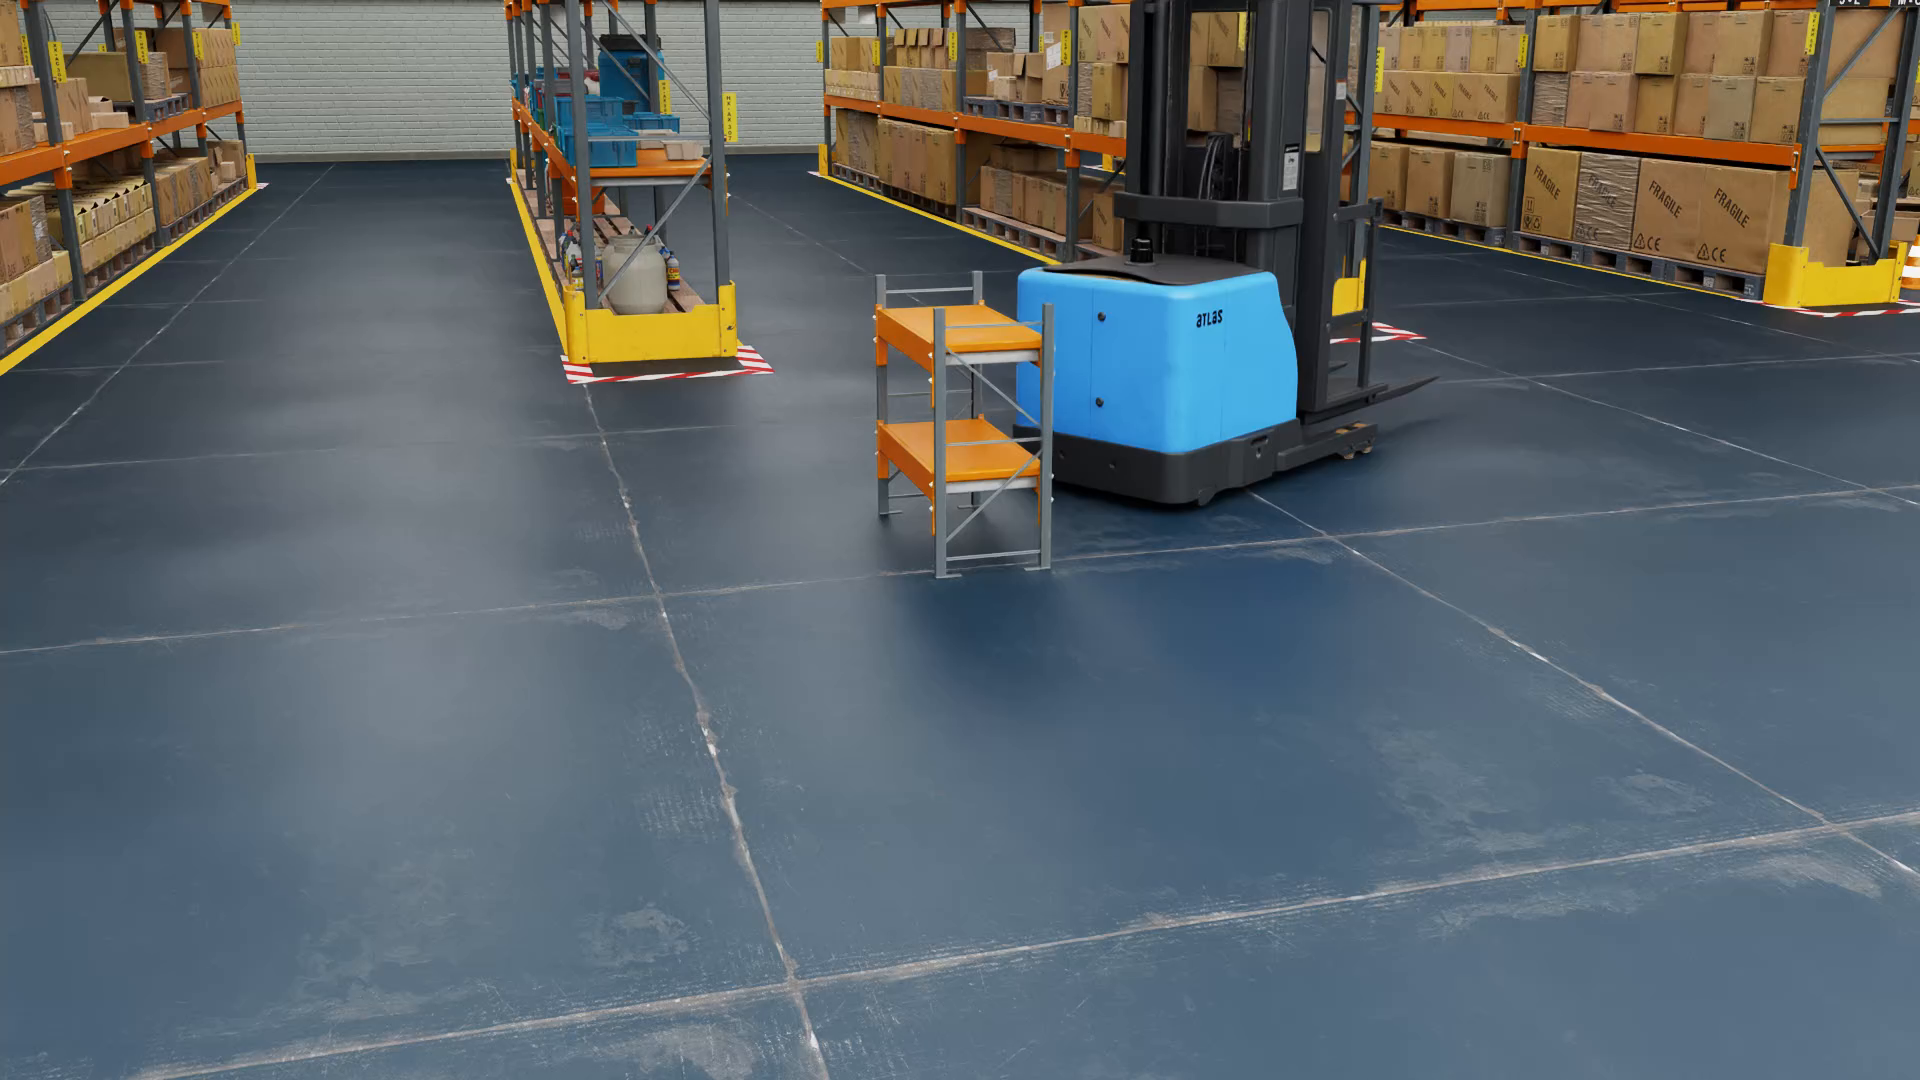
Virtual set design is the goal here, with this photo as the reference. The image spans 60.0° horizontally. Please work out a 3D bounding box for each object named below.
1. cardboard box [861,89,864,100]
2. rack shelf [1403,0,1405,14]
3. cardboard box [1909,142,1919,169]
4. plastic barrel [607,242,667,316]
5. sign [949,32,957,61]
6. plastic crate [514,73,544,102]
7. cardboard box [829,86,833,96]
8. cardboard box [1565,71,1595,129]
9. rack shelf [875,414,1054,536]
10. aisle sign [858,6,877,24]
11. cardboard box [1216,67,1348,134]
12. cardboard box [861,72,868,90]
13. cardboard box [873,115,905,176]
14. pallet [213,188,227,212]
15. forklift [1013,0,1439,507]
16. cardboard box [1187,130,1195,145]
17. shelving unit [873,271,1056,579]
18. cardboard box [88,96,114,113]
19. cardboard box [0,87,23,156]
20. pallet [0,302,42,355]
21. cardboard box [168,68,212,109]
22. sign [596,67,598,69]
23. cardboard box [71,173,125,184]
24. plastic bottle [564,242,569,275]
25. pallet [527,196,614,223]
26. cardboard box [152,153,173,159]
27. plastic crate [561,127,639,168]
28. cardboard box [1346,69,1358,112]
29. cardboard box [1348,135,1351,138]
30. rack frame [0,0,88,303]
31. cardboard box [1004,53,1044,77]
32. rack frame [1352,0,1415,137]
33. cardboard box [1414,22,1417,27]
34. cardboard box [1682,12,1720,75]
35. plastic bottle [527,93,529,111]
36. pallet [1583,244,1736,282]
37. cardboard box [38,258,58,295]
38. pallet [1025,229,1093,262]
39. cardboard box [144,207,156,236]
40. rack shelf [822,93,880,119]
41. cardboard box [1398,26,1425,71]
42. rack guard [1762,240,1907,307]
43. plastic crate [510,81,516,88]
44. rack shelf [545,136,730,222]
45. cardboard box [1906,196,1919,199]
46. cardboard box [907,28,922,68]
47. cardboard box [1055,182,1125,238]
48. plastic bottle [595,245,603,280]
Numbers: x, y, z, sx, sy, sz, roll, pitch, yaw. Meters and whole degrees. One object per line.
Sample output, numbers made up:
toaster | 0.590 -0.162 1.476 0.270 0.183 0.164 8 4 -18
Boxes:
cardboard box | -1.259 -6.589 24.611 0.380 0.149 0.250 -4 17 -14
rack shelf | 4.698 -7.341 22.712 1.077 0.370 4.000 -5 17 -15
cardboard box | 14.428 -5.612 24.537 0.500 0.500 0.500 -4 17 -14
plastic barrel | -2.367 -1.912 12.199 0.421 0.512 0.421 0 17 0
sign | -0.082 -5.841 19.671 0.100 0.325 0.005 -5 17 -15
plastic crate | -5.867 -6.169 22.700 0.392 0.384 0.575 -5 17 -15
cardboard box | -1.895 -7.229 26.740 0.380 0.149 0.250 -5 17 -16
cardboard box | 6.633 -4.409 16.657 0.875 0.550 0.550 -5 17 -15
rack shelf | -0.002 -0.306 7.367 0.538 0.278 1.000 -5 17 -15
aisle sign | -1.479 -8.833 27.124 0.394 0.787 0.004 -5 17 -15
cardboard box | 2.525 -3.463 13.076 0.875 0.500 0.500 -5 17 -15
cardboard box | -1.167 -6.753 24.462 0.500 0.250 0.500 -4 17 -14
cardboard box | -0.753 -5.810 24.544 0.875 0.875 0.875 -5 17 -15
pallet | -10.362 -4.510 22.100 1.003 0.211 1.213 -5 17 -15
forklift | 1.618 -1.916 8.735 1.130 2.935 3.031 14 22 39
cardboard box | 2.104 -3.338 13.786 0.380 0.149 0.250 -5 17 -15
shelving unit | -0.002 -0.541 7.296 0.538 1.125 1.048 -5 17 -15
cardboard box | -9.017 -4.402 17.049 0.500 0.311 0.500 -4 17 -12
cardboard box | -7.697 -3.223 12.794 0.700 0.500 0.500 -5 17 -16
pallet | -7.459 -1.546 12.231 1.003 0.211 1.213 -5 17 -15
cardboard box | -10.052 -5.866 21.593 0.500 0.500 0.500 -4 17 -14
sign | -4.881 -6.222 22.469 0.100 0.325 0.005 -5 17 -15
cardboard box | -9.558 -3.803 18.478 0.500 0.500 0.500 -4 17 -13
plastic bottle | -3.332 -2.386 14.138 0.061 0.283 0.133 -4 17 -13
pallet | -4.900 -4.156 20.920 1.003 0.211 1.213 -5 17 -15
cardboard box | -10.604 -4.804 21.812 0.500 0.500 0.500 -5 17 -15
plastic crate | -2.538 -2.770 11.720 0.499 0.251 0.616 -5 17 -15
cardboard box | 5.111 -5.598 20.700 0.500 0.500 0.500 -5 17 -15
cardboard box | 4.808 -5.227 21.951 0.500 0.250 0.500 -5 17 -17
rack frame | -7.976 -3.443 13.699 1.000 3.000 0.127 -5 17 -15
cardboard box | 0.887 -5.288 18.937 0.700 0.500 0.500 -2 17 -7
rack frame | 5.248 -5.695 21.199 1.000 3.000 0.127 -5 17 -15
cardboard box | 7.926 -8.757 28.352 0.380 0.149 0.250 -5 17 -15
cardboard box | 7.118 -4.488 15.041 0.875 0.550 0.550 -5 17 -15
plastic bottle | -5.326 -5.472 20.678 0.097 0.271 0.097 0 17 0
pallet | 6.820 -2.699 16.070 1.003 0.211 1.213 -5 17 -15
cardboard box | -7.510 -2.077 13.202 0.500 0.250 0.500 -5 17 -15
pallet | 1.335 -3.105 17.421 1.003 0.211 1.213 -5 17 -15
cardboard box | -8.696 -3.307 17.297 0.500 0.250 0.500 -4 17 -14
rack shelf | -1.198 -6.646 25.615 1.077 0.370 4.000 -5 17 -15
cardboard box | 5.645 -5.816 19.687 0.700 0.500 0.500 -5 17 -16
rack guard | 7.453 -2.279 14.169 1.175 0.500 0.348 -5 17 -15
plastic crate | -6.578 -6.825 25.145 0.416 0.233 0.300 -5 17 -15
rack shelf | -2.662 -2.936 13.261 1.077 0.370 4.000 -5 17 -15
cardboard box | 10.981 -3.708 18.632 0.500 0.250 0.500 -6 18 -18
cardboard box | -0.287 -6.599 22.290 0.797 0.503 0.637 -5 17 -15
cardboard box | 1.402 -3.410 17.170 0.700 0.500 0.500 -6 18 -20
plastic bottle | -3.085 -2.332 13.972 0.152 0.276 0.135 -5 17 -15
